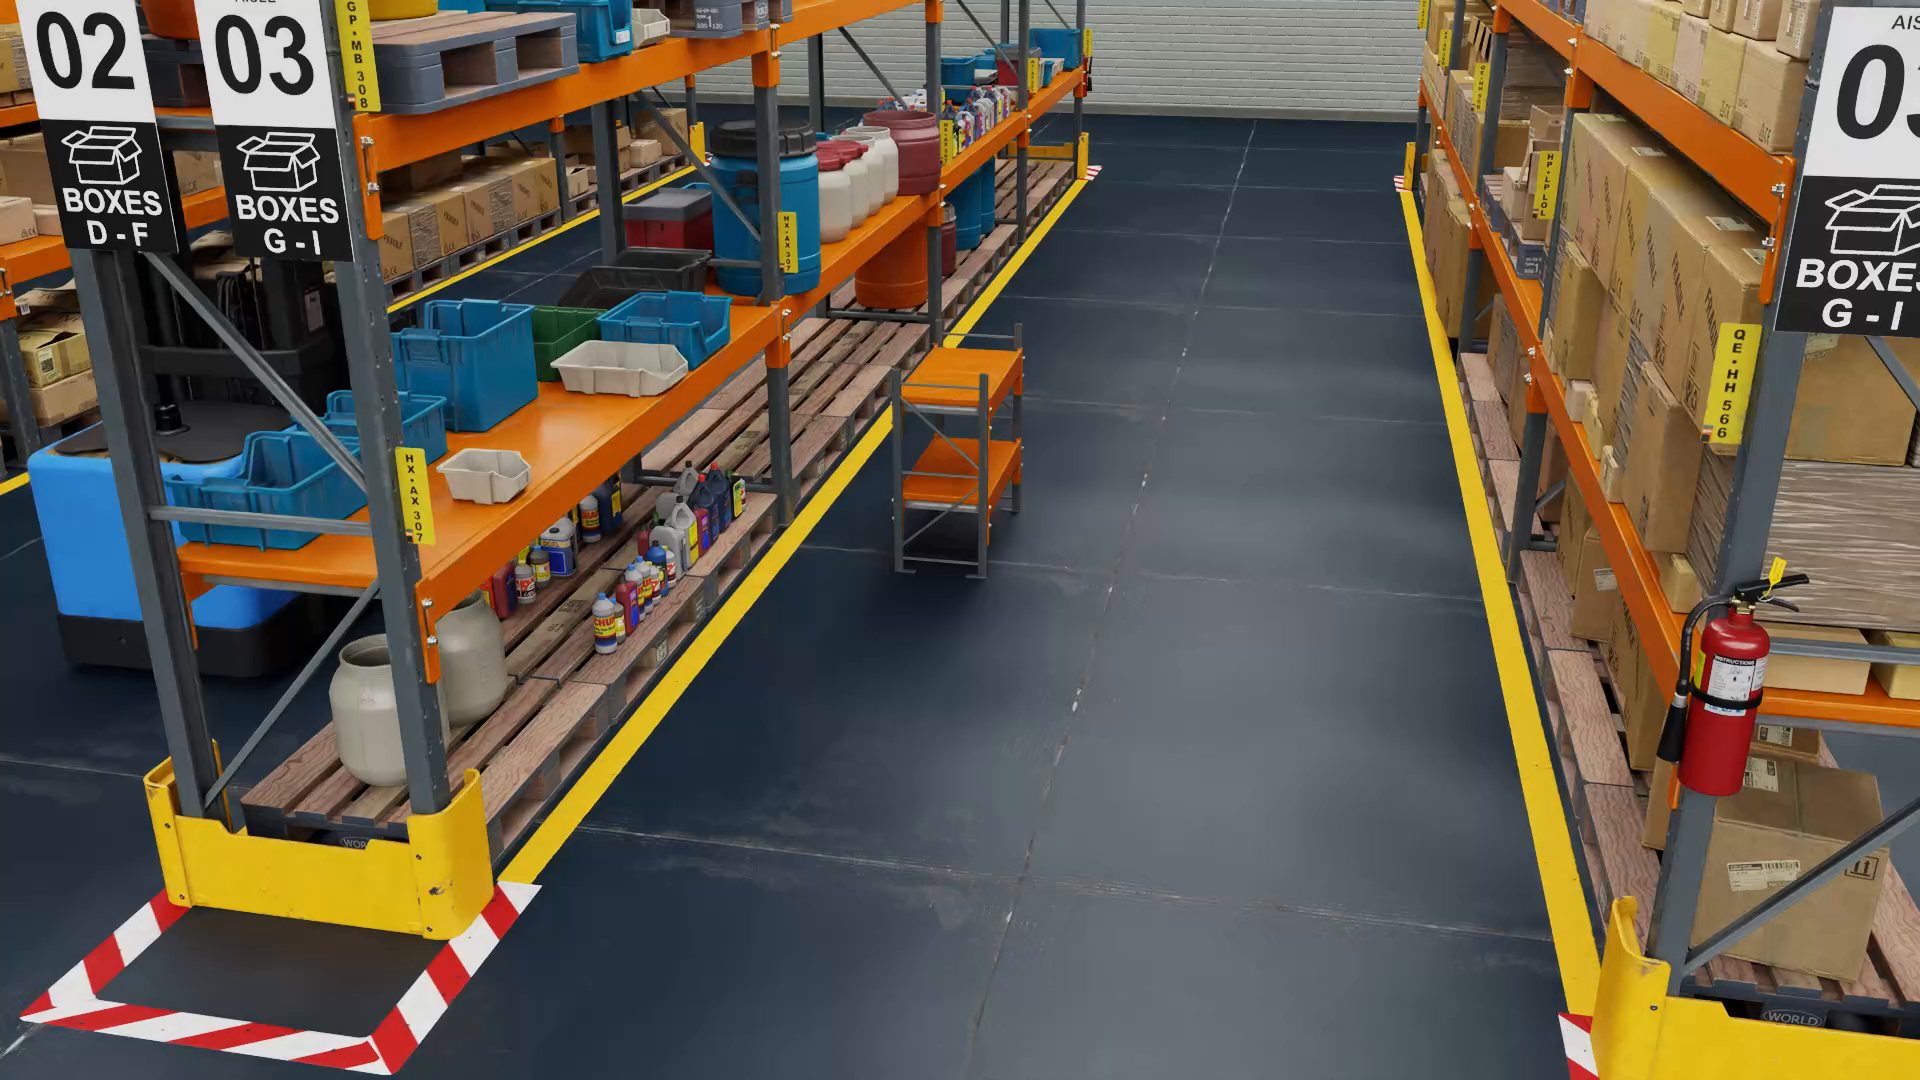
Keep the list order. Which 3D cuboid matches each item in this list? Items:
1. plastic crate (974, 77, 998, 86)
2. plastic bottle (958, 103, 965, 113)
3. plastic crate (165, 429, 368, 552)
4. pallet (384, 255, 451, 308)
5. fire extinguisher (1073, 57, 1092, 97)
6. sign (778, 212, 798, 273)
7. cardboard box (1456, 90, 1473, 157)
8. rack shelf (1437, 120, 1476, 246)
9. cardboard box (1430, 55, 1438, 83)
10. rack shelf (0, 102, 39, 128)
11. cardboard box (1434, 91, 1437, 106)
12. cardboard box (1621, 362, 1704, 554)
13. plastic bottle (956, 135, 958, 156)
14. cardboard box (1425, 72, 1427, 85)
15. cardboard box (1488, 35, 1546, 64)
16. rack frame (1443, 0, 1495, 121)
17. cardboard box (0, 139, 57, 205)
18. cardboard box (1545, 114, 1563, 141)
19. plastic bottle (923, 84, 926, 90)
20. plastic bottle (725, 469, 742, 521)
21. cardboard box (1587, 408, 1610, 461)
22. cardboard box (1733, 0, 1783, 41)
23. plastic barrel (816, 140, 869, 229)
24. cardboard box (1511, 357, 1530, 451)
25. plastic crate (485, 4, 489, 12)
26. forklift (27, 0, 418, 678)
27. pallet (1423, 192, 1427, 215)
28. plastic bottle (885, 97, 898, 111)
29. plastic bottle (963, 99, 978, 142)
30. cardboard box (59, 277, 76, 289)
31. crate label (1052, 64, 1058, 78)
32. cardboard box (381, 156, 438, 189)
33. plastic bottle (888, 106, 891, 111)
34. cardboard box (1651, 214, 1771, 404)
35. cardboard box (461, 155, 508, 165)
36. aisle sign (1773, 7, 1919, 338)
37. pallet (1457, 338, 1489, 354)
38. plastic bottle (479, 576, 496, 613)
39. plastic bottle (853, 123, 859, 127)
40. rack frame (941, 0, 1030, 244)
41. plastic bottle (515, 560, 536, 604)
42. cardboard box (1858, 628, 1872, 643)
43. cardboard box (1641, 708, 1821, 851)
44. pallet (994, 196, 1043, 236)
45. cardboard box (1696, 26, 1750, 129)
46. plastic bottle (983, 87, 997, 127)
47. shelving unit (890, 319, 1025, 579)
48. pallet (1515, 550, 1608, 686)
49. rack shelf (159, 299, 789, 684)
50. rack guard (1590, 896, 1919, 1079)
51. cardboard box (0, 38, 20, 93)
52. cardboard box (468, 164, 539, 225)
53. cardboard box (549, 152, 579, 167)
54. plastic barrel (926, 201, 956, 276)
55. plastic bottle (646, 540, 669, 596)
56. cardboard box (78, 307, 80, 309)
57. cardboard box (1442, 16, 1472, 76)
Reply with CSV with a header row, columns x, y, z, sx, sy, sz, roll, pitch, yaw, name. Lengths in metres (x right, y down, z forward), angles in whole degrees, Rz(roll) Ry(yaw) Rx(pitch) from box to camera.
x,y,z,sx,sy,sz,roll,pitch,yaw,name
0.136,-4.773,17.477,0.437,0.125,0.590,4,22,11,plastic crate
0.029,-3.765,14.859,0.097,0.271,0.097,0,22,0,plastic bottle
-2.468,-0.191,6.012,0.499,0.251,0.616,4,22,11,plastic crate
-5.304,-2.336,14.870,1.003,0.211,1.213,4,22,11,pallet
1.463,-5.717,20.137,0.296,0.674,0.183,4,22,11,fire extinguisher
-0.925,-1.600,8.940,0.100,0.325,0.005,4,22,11,sign
4.377,-3.406,13.662,0.500,0.500,0.500,5,22,12,cardboard box
4.612,-3.000,13.751,1.077,0.370,4.000,4,22,11,rack shelf
5.167,-4.876,17.249,0.500,0.250,0.500,4,22,10,cardboard box
-9.936,-4.133,16.563,1.077,0.370,4.000,4,22,11,rack shelf
4.919,-4.367,16.519,0.380,0.149,0.250,5,22,12,cardboard box
2.695,-0.252,5.432,0.875,0.500,0.500,4,22,11,cardboard box
-0.068,-3.280,13.748,0.097,0.201,0.097,0,22,0,plastic bottle
5.286,-5.024,18.149,0.380,0.149,0.250,4,22,10,cardboard box
4.504,-3.618,12.846,0.797,0.503,0.637,5,22,12,cardboard box
5.020,-4.065,15.433,1.000,3.000,0.127,4,22,11,rack frame
-6.030,-2.415,11.200,0.500,0.500,0.500,6,23,15,cardboard box
4.117,-2.431,10.679,0.700,0.500,0.500,8,23,19,cardboard box
-0.349,-4.238,16.018,0.061,0.283,0.133,4,22,11,plastic bottle
-1.237,-0.260,9.031,0.061,0.283,0.133,6,23,14,plastic bottle
2.756,-0.418,6.712,0.380,0.149,0.250,4,22,11,cardboard box
2.439,-1.503,4.723,0.380,0.149,0.250,3,22,9,cardboard box
-0.813,-2.340,10.966,0.433,0.535,0.433,0,22,0,plastic barrel
3.763,-0.785,10.044,0.700,0.500,0.500,3,22,6,cardboard box
-2.050,-2.254,7.203,0.336,0.188,0.450,4,22,11,plastic crate
-3.431,-1.248,8.530,1.130,2.935,3.031,4,22,10,forklift
5.498,-3.491,17.740,1.003,0.211,1.213,4,22,11,pallet
-0.609,-3.727,14.659,0.144,0.351,0.185,4,22,11,plastic bottle
0.079,-3.656,14.482,0.144,0.351,0.185,4,22,11,plastic bottle
-6.197,-1.802,12.181,0.500,0.311,0.500,4,22,10,cardboard box
0.892,-5.291,18.748,0.396,0.136,0.243,4,22,11,crate label
-5.320,-3.507,15.799,0.500,0.250,0.500,4,22,10,cardboard box
-0.623,-3.636,14.523,0.061,0.283,0.133,4,22,11,plastic bottle
2.538,-0.728,5.276,0.500,0.500,0.500,4,22,11,cardboard box
-5.015,-3.708,17.303,0.500,0.500,0.500,3,22,8,cardboard box
2.265,-0.883,4.050,0.394,0.787,0.004,4,22,11,aisle sign
4.438,-1.592,13.023,1.003,0.211,1.213,4,22,11,pallet
-2.254,0.210,7.874,0.152,0.276,0.135,5,22,11,plastic bottle
-0.852,-3.297,13.697,0.097,0.271,0.097,0,22,0,plastic bottle
0.171,-4.443,16.370,1.000,3.000,0.127,4,22,11,rack frame
-2.100,0.196,8.007,0.097,0.201,0.097,0,22,0,plastic bottle
2.933,0.264,5.020,0.380,0.149,0.250,4,22,11,cardboard box
2.803,0.840,6.037,0.500,0.500,0.500,11,24,25,cardboard box
0.283,-3.421,17.566,1.003,0.211,1.213,4,22,11,pallet
2.520,-1.377,4.943,0.500,0.250,0.500,5,22,11,cardboard box
0.266,-3.991,15.315,0.144,0.351,0.185,4,22,11,plastic bottle
0.001,-0.524,9.150,0.538,1.125,1.048,4,22,11,shelving unit
3.285,0.402,8.072,1.003,0.211,1.213,4,22,11,pallet
-1.869,-0.452,7.424,1.077,0.370,4.000,4,22,11,rack shelf
2.587,1.455,5.072,1.175,0.500,0.348,4,22,11,rack guard
-9.677,-4.650,16.326,0.500,0.500,0.500,5,22,12,cardboard box
-4.607,-3.484,16.746,0.500,0.500,0.500,5,22,11,cardboard box
-4.686,-4.283,18.983,0.500,0.311,0.500,4,22,11,cardboard box
-0.332,-2.649,14.583,0.600,0.588,0.708,4,22,11,plastic barrel
-1.471,0.132,8.074,0.097,0.271,0.097,0,22,0,plastic bottle
-5.770,-1.580,11.629,0.500,0.311,0.500,4,22,9,cardboard box
4.852,-4.670,15.733,0.500,0.500,0.500,5,22,12,cardboard box
